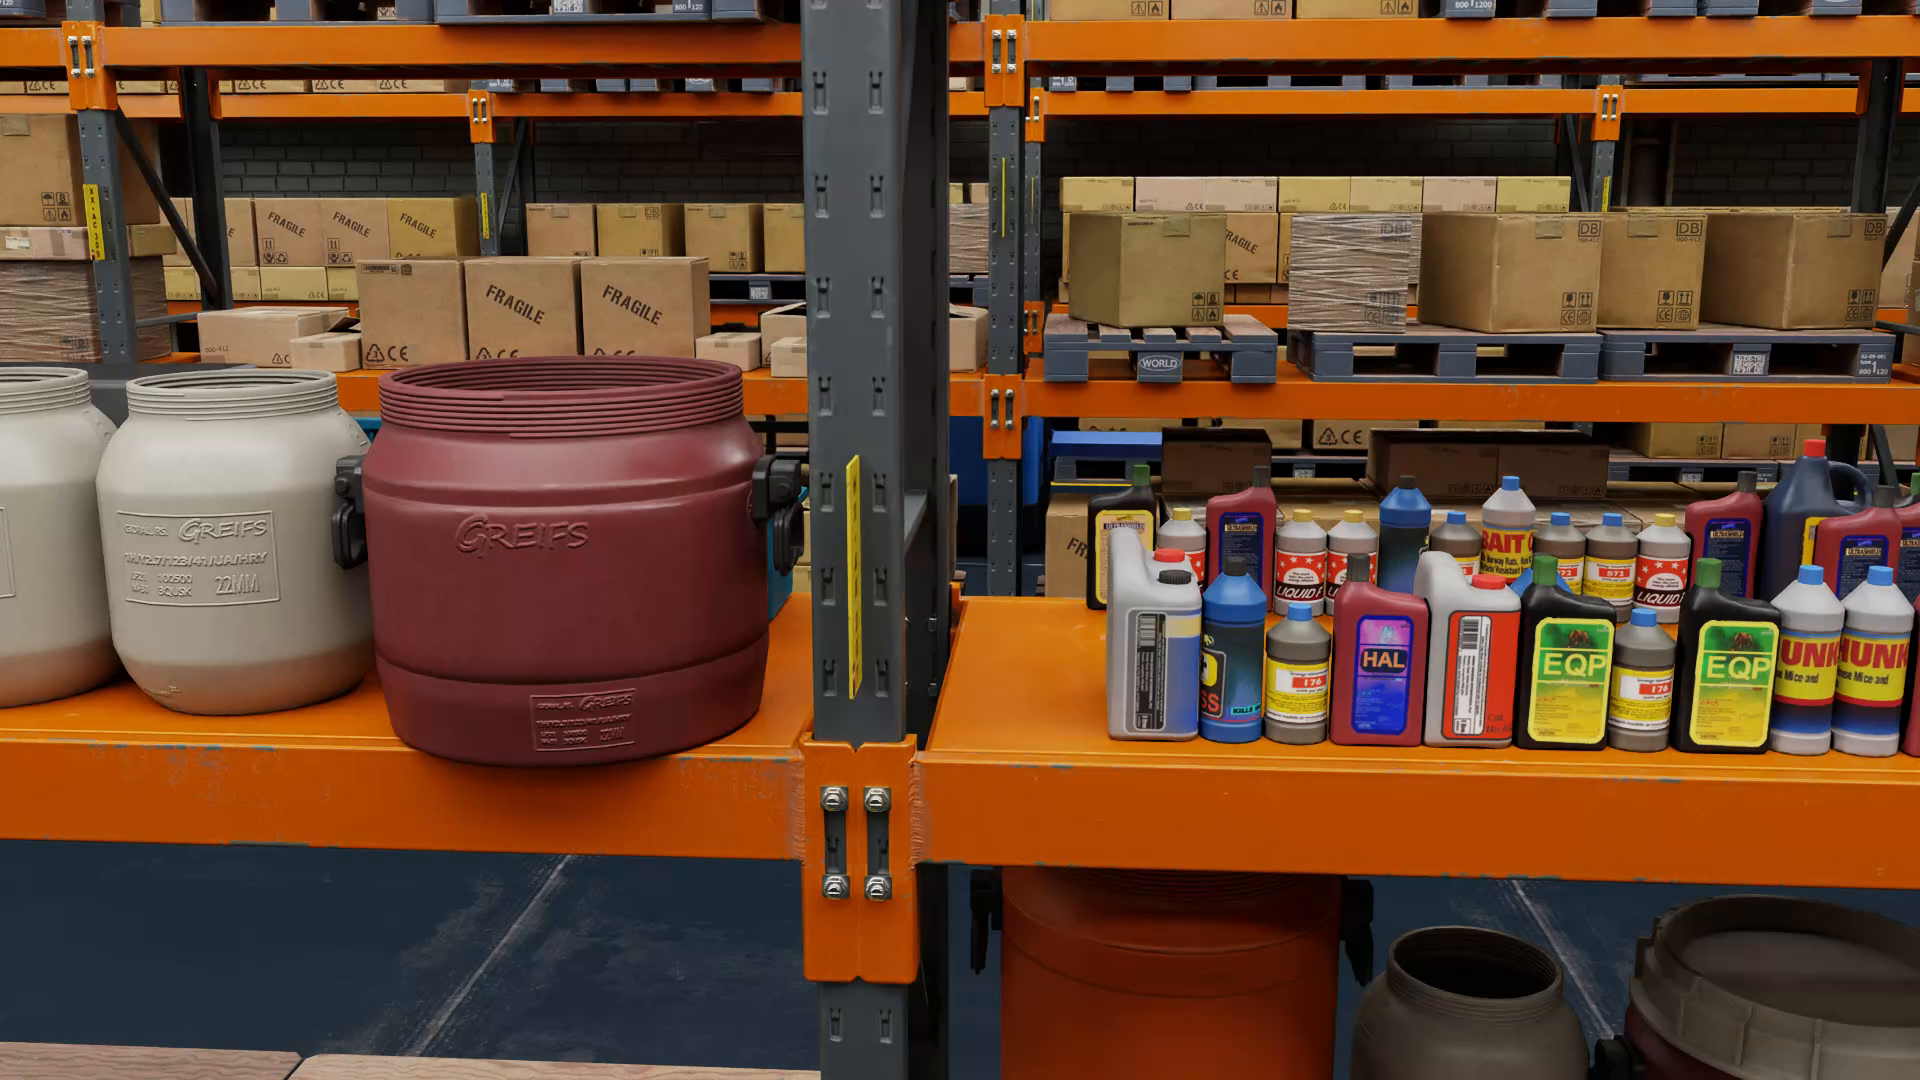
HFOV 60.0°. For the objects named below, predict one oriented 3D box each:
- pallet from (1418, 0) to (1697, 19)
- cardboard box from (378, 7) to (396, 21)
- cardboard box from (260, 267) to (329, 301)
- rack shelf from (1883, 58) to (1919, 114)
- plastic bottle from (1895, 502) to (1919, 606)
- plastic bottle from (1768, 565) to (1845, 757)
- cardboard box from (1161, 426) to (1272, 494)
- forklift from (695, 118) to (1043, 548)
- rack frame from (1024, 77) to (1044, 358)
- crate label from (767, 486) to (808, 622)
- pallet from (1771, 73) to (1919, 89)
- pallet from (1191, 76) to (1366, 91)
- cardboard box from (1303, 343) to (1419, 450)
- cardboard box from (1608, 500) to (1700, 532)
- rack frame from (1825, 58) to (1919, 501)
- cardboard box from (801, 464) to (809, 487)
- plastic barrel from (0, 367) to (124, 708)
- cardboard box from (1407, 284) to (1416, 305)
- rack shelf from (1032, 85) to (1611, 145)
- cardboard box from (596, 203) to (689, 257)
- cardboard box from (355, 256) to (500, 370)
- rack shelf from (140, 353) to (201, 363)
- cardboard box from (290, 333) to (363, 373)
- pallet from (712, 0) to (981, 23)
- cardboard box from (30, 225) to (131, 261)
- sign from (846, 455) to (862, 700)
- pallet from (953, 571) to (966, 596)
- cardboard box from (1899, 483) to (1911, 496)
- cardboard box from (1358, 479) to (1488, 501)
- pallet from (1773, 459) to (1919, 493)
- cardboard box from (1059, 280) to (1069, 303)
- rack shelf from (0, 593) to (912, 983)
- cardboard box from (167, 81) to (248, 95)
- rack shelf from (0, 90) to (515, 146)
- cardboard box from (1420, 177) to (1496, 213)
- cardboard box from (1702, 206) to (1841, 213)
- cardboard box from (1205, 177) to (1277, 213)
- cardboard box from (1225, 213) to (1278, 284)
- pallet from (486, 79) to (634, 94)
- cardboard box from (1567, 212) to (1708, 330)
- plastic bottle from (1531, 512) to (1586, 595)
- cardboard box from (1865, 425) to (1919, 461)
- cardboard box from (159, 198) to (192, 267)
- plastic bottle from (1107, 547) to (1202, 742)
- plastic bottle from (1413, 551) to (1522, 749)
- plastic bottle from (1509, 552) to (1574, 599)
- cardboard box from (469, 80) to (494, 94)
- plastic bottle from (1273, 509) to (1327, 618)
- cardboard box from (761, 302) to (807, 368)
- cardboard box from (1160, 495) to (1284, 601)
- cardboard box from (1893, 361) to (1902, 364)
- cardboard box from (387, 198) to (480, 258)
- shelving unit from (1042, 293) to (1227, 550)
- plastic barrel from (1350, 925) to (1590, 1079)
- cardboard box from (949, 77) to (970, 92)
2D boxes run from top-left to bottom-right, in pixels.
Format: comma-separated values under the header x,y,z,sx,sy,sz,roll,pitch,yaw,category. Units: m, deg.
x,y,z,sx,sy,sz,roll,pitch,yaw,category
2.529,-2.352,7.318,1.003,0.211,1.213,1,12,4,pallet
-3.963,-4.028,12.137,0.500,0.500,0.500,0,12,-1,cardboard box
-4.937,-1.953,12.598,0.500,0.250,0.500,1,12,3,cardboard box
6.205,-2.027,7.065,4.000,0.370,1.077,1,12,4,rack shelf
1.770,0.026,3.101,0.133,0.283,0.061,1,12,4,plastic bottle
1.233,0.172,2.435,0.097,0.271,0.097,0,12,0,plastic bottle
1.224,-0.388,7.994,0.500,0.250,0.500,1,12,6,cardboard box
-1.005,-1.463,10.104,3.031,2.935,1.130,1,12,5,forklift
0.546,-2.005,12.529,0.127,3.000,1.000,1,12,4,rack frame
-0.511,0.018,3.265,0.416,0.233,0.303,1,12,4,crate label
6.567,-3.345,11.823,1.213,0.211,1.003,1,12,4,pallet
2.308,-3.369,12.181,1.213,0.211,1.003,1,12,6,pallet
2.993,-1.098,12.416,0.750,0.750,0.750,1,12,5,cardboard box
3.205,0.113,7.433,0.500,0.500,0.500,1,12,4,cardboard box
4.210,-0.939,7.429,0.127,3.000,1.000,1,12,4,rack frame
-0.809,-0.200,8.219,0.500,0.311,0.500,0,12,2,cardboard box
-1.577,-0.012,2.729,0.421,0.512,0.421,0,12,0,plastic barrel
3.165,-1.804,12.132,0.250,0.149,0.380,1,12,4,cardboard box
2.541,-3.094,12.165,4.000,0.370,1.077,1,12,4,rack shelf
-2.383,-2.301,12.625,0.500,0.500,0.700,2,12,10,cardboard box
-2.482,-1.076,7.842,0.500,0.500,0.500,2,12,8,cardboard box
-5.768,-0.723,8.157,4.000,0.370,1.077,1,12,4,rack shelf
-2.902,-0.871,7.721,0.250,0.149,0.380,1,12,4,cardboard box
-0.465,-2.360,7.360,1.003,0.211,1.213,1,12,6,pallet
-4.058,-1.375,7.685,0.250,0.149,0.380,1,12,4,cardboard box
-0.146,0.051,2.299,0.005,0.325,0.100,1,12,4,sign
-0.600,0.352,8.069,1.213,0.211,1.003,1,12,4,pallet
4.797,0.019,7.880,0.500,0.500,0.500,1,12,4,cardboard box
2.208,-0.007,8.008,0.500,0.500,0.500,0,12,2,cardboard box
6.511,-0.543,12.350,1.213,0.211,1.003,1,12,4,pallet
0.859,-1.840,12.305,0.250,0.149,0.380,1,12,3,cardboard box
-2.112,0.343,3.058,4.000,0.370,1.077,1,12,4,rack shelf
-5.532,-3.562,12.353,0.500,0.500,0.500,2,12,7,cardboard box
-5.441,-3.204,12.688,4.000,0.370,1.077,1,12,4,rack shelf
3.544,-2.485,11.972,0.500,0.250,0.500,1,12,5,cardboard box
5.805,-2.076,12.132,0.700,0.700,0.980,0,12,2,cardboard box
2.017,-2.505,12.065,0.500,0.250,0.500,1,12,4,cardboard box
2.030,-2.135,12.128,0.500,0.500,0.500,1,12,4,cardboard box
-2.836,-3.406,12.359,1.003,0.211,1.213,1,12,4,pallet
3.062,-1.242,7.609,0.500,0.500,0.700,3,12,13,cardboard box
1.146,0.049,3.192,0.097,0.201,0.097,0,12,0,plastic bottle
6.822,-0.881,12.232,0.500,0.500,0.700,0,12,2,cardboard box
-5.972,-2.333,12.582,0.500,0.500,0.500,0,12,2,cardboard box
0.294,0.151,2.522,0.135,0.276,0.152,1,12,4,plastic bottle
0.756,0.157,2.492,0.135,0.276,0.152,1,12,4,plastic bottle
0.874,0.154,2.518,0.097,0.271,0.097,0,12,0,plastic bottle
-3.917,-3.645,12.750,0.500,0.500,0.500,1,12,6,cardboard box
0.660,0.043,3.224,0.097,0.201,0.097,0,12,0,plastic bottle
-0.661,-1.002,7.948,0.500,0.311,0.500,1,12,3,cardboard box
1.176,0.085,7.564,0.500,0.500,0.500,0,12,2,cardboard box
6.952,-1.237,12.353,0.250,0.149,0.380,1,12,5,cardboard box
-3.938,-2.307,12.456,0.500,0.500,0.500,1,12,4,cardboard box
1.036,-0.715,10.023,1.048,1.500,0.538,1,12,5,shelving unit
0.942,1.023,3.100,0.421,0.512,0.421,0,12,0,plastic barrel
-0.191,-3.395,12.013,0.500,0.311,0.500,1,12,4,cardboard box
